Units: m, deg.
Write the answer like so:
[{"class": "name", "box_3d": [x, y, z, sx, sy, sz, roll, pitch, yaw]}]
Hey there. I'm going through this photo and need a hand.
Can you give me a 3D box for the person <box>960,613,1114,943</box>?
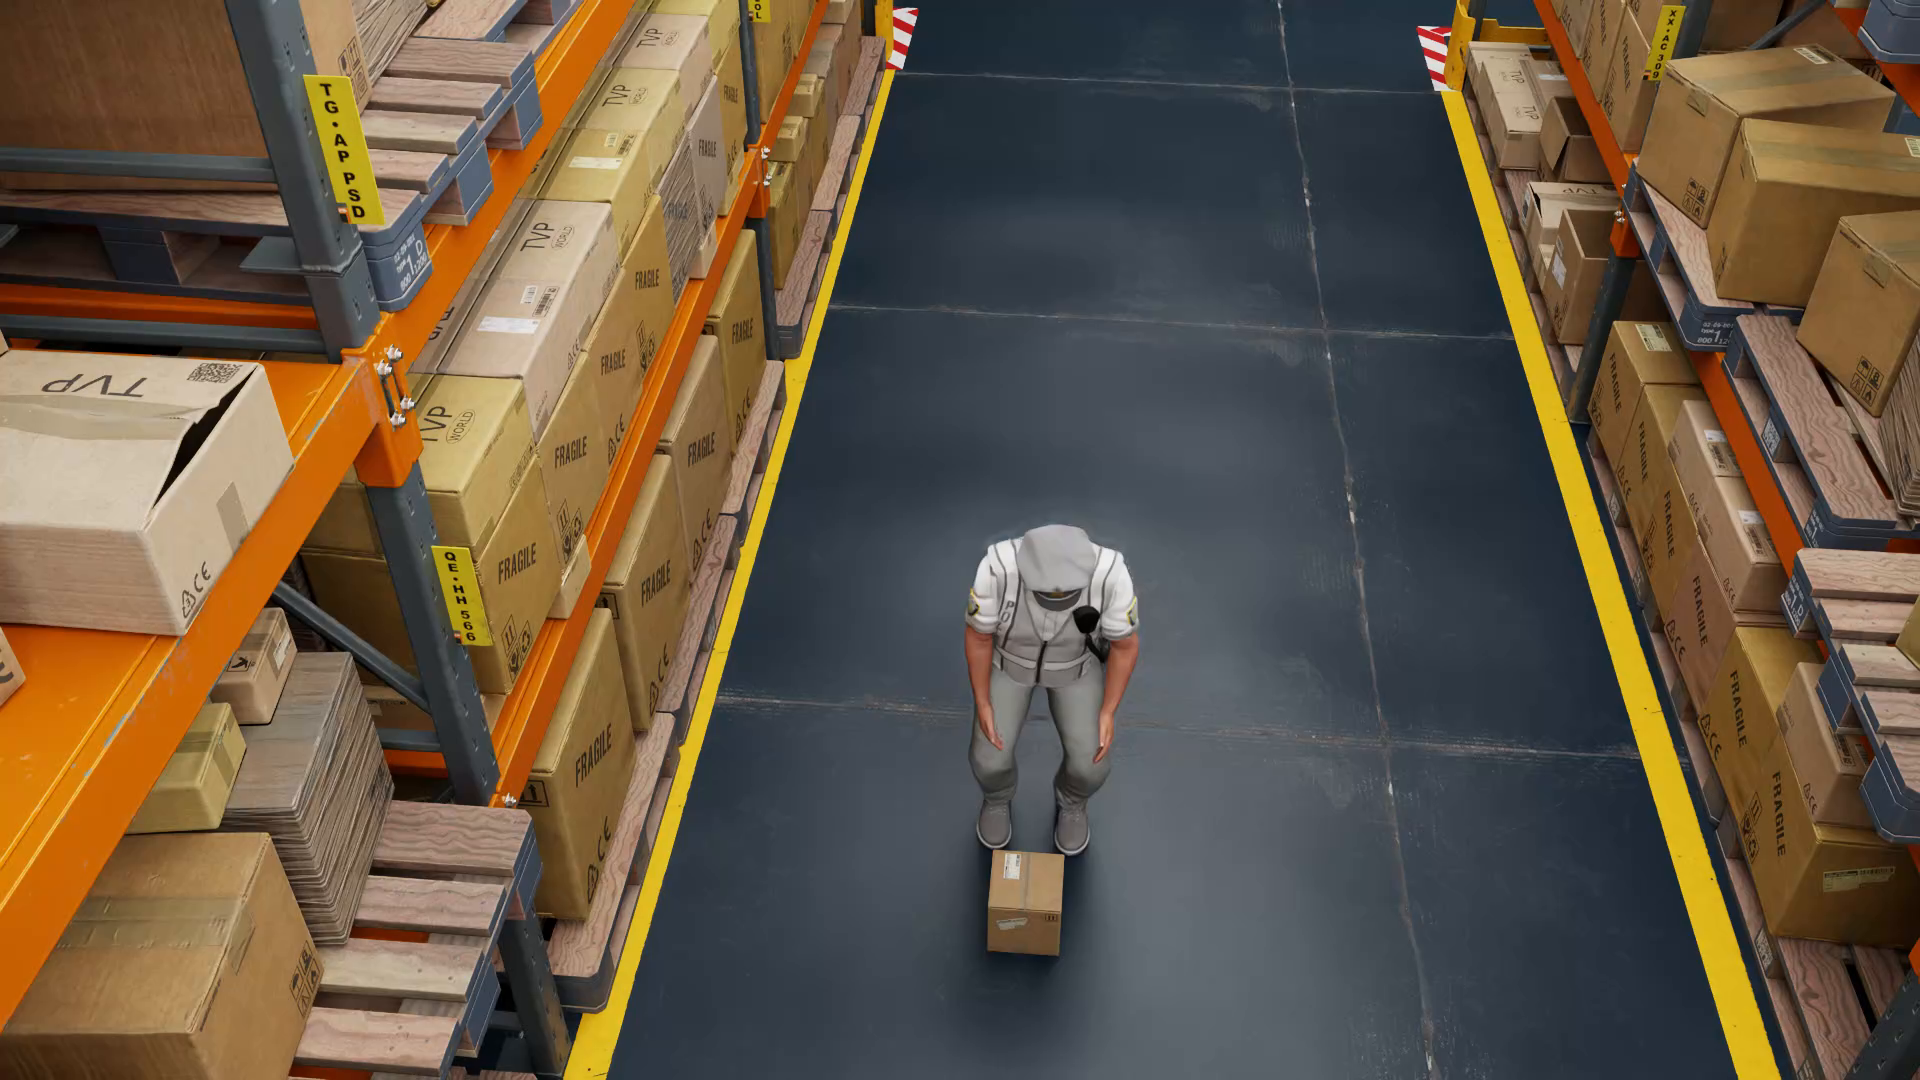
[{"class": "person", "box_3d": [0.272, 0.829, 5.833, 0.544, 0.912, 1.028, 2, 40, 2]}]
